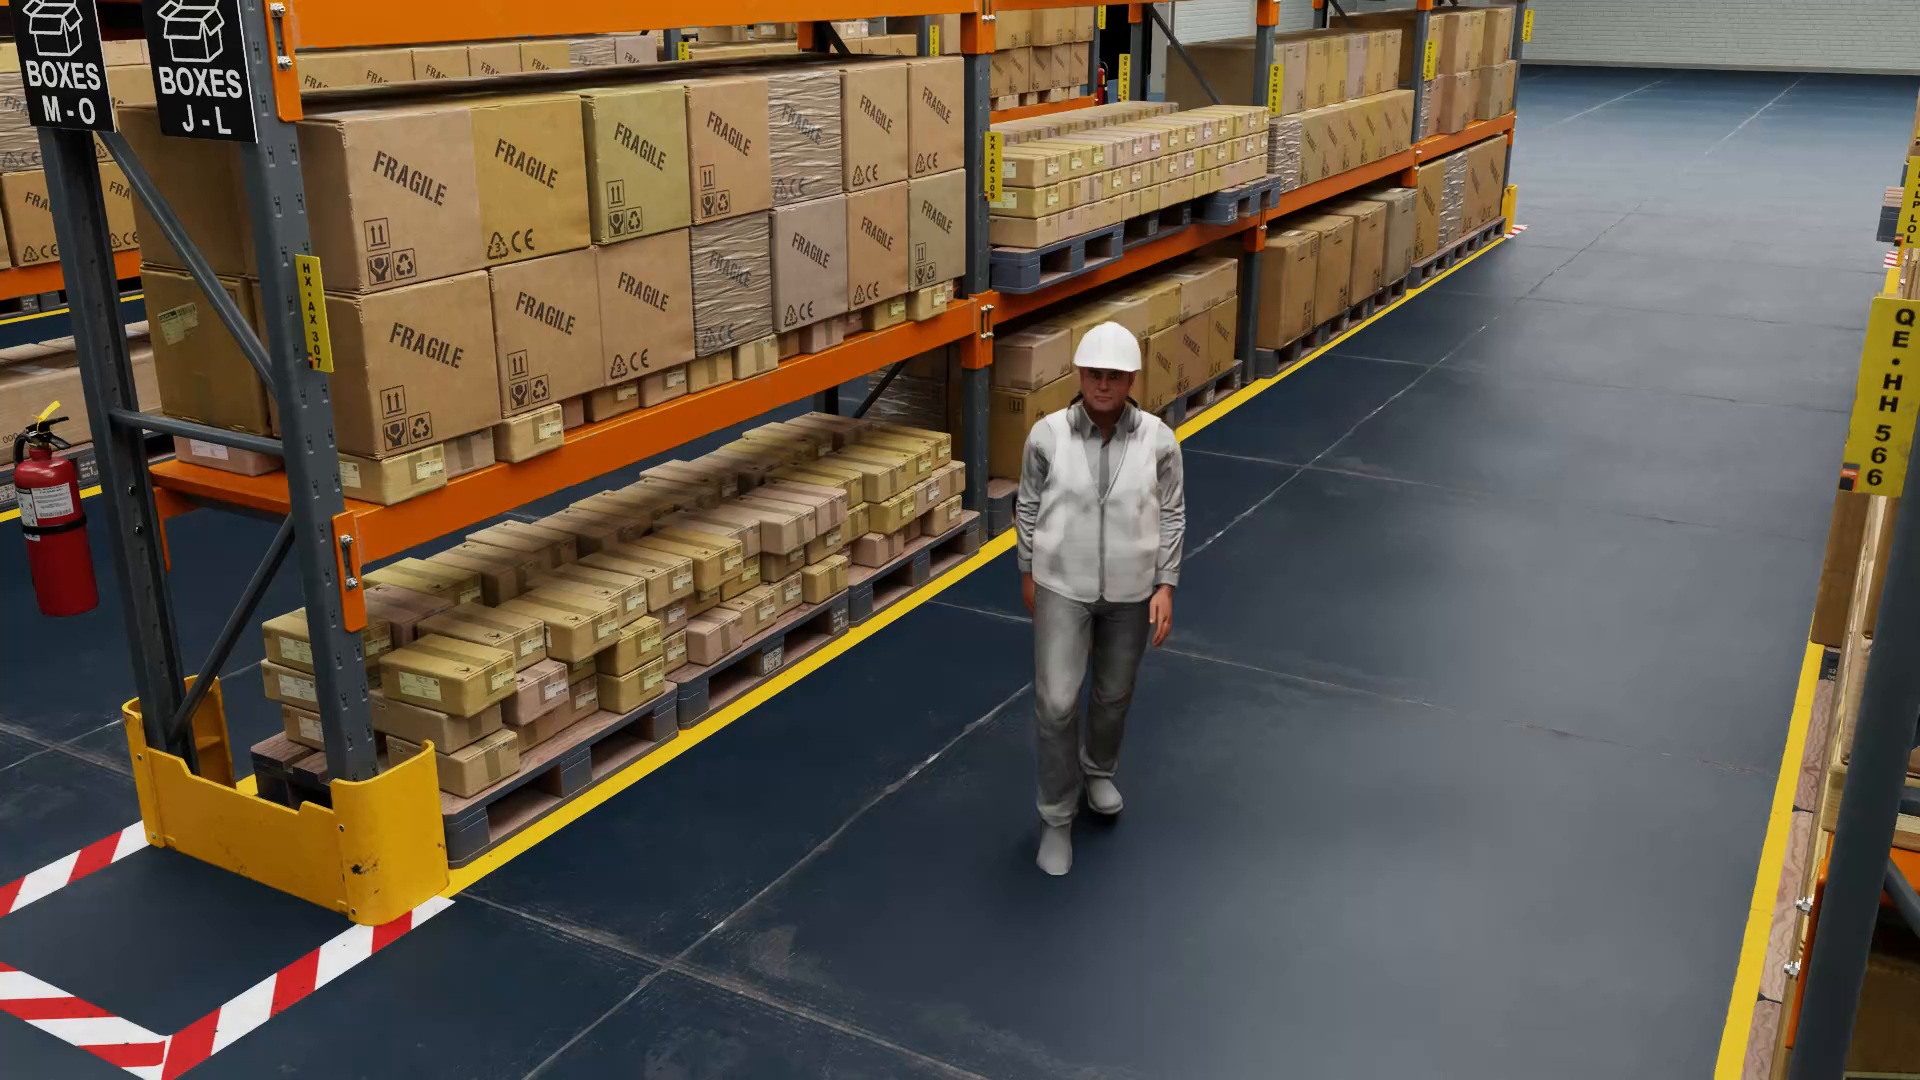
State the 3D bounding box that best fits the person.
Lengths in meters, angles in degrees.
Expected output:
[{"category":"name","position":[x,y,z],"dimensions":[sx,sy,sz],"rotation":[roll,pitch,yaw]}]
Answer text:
[{"category":"person","position":[0.462,0.190,5.530],"dimensions":[0.551,1.830,0.629],"rotation":[0,19,-1]}]
